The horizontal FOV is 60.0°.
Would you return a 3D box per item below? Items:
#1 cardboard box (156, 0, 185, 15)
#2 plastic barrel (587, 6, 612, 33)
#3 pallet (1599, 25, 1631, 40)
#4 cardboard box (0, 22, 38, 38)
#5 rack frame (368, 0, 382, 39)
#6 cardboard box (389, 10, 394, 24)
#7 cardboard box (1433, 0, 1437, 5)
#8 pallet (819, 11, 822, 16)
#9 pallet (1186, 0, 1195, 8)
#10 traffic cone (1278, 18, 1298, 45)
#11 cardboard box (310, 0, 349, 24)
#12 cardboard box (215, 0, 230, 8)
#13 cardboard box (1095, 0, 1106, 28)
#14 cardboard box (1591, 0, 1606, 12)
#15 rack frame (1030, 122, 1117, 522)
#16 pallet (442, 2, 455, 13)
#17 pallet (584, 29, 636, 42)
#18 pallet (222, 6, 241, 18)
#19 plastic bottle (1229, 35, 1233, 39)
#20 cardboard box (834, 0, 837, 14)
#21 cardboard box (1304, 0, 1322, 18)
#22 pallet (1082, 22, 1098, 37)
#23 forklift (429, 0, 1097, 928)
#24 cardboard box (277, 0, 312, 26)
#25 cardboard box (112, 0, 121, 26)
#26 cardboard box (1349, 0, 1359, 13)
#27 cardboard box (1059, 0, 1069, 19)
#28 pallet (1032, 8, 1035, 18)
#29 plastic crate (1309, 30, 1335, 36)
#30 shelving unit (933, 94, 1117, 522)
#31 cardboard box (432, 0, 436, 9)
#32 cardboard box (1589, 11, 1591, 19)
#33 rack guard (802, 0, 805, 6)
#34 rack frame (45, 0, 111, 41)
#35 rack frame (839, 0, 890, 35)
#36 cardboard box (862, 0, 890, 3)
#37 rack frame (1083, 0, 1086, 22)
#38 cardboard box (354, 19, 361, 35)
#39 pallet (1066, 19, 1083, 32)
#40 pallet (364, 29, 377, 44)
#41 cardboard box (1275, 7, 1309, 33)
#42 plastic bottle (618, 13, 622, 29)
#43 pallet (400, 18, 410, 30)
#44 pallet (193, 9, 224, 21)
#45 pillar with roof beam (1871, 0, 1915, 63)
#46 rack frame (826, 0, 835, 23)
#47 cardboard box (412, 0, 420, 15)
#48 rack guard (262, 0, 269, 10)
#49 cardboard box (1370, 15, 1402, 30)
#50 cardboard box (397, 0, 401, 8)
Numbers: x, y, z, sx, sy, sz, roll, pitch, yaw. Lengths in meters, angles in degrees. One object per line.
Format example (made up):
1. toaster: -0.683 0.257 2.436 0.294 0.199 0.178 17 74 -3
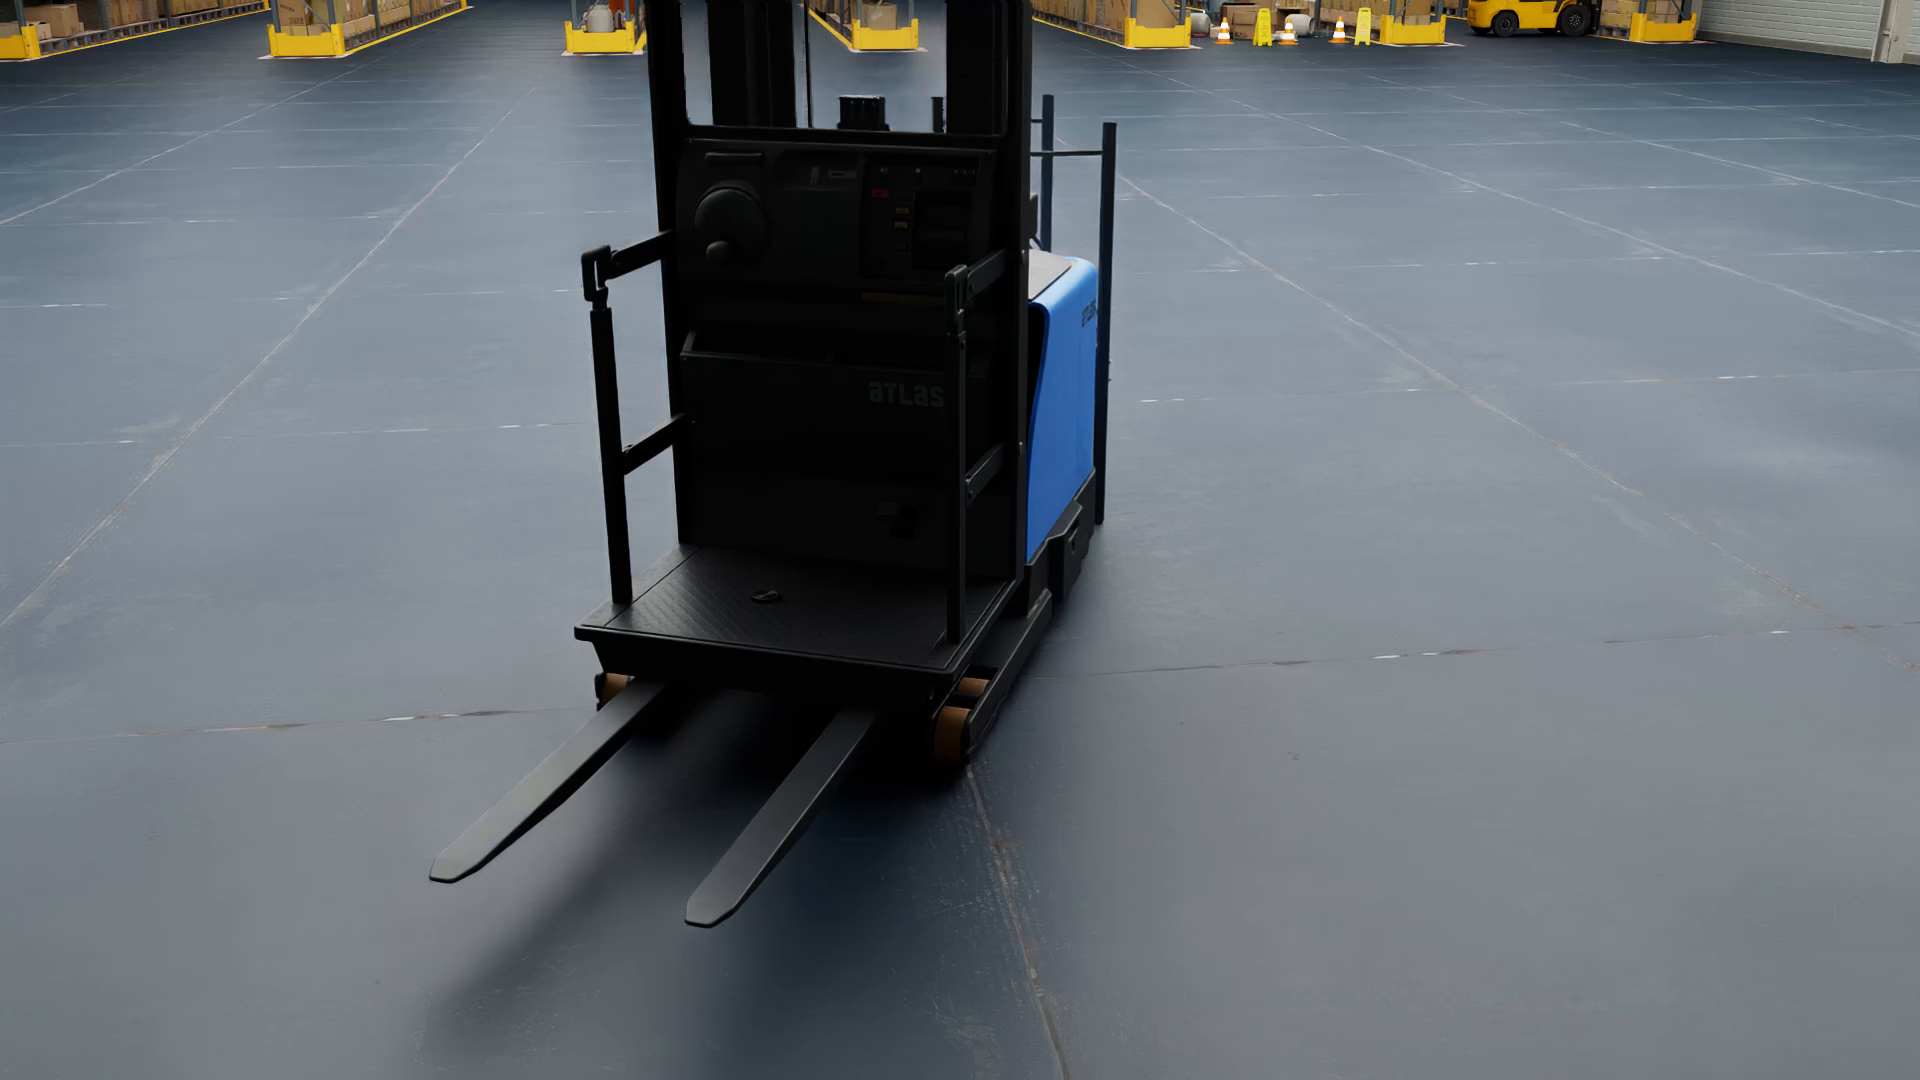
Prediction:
1. cardboard box: -17.165 -11.672 35.653 0.750 0.750 0.750 -3 21 -8
2. plastic barrel: -6.403 -9.207 29.535 0.421 0.512 0.421 0 20 0
3. pallet: 13.235 -9.909 32.445 1.003 0.211 1.213 -3 21 -8
4. cardboard box: -16.046 -8.642 28.282 0.500 0.311 0.500 -5 21 -14
5. rack frame: -11.711 -11.088 31.616 1.000 3.000 0.127 -3 21 -8
6. cardboard box: -11.674 -10.505 33.384 0.500 0.250 0.500 -4 21 -9
7. cardboard box: 11.820 -13.239 40.347 0.500 0.500 0.500 -2 21 -5
8. pallet: -2.875 -12.786 40.149 1.003 0.211 1.213 -3 21 -8
9. pallet: 6.534 -14.240 44.041 1.003 0.211 1.213 -3 21 -8
10. traffic cone: 6.088 -9.423 30.783 0.336 0.463 0.334 -3 21 -8
11. cardboard box: -11.065 -9.333 29.174 0.500 0.500 0.500 -3 21 -8
12. cardboard box: -17.772 -12.896 39.430 0.700 0.500 0.500 -3 21 -7
13. cardboard box: 3.170 -10.469 32.397 0.875 0.875 0.875 -3 21 -7
14. cardboard box: 12.851 -10.600 32.925 0.500 0.250 0.500 -3 21 -9
15. rack frame: 0.305 -0.764 6.118 0.500 1.500 0.032 -3 21 -9
16. pallet: -13.141 -13.212 41.290 1.003 0.211 1.213 -3 21 -8
17. pallet: -6.574 -9.372 31.007 1.003 0.211 1.213 -3 21 -8
18. pallet: -17.798 -12.567 39.563 1.003 0.211 1.213 -3 21 -8
19. plastic bottle: 5.170 -9.769 32.284 0.133 0.061 0.283 -11 23 -26
20. cardboard box: -2.368 -11.775 36.400 0.700 0.500 0.500 -4 21 -11
21. cardboard box: 7.821 -11.233 35.160 0.950 0.372 0.625 -3 21 -7
22. pallet: 3.047 -10.228 33.298 1.003 0.211 1.213 -3 21 -8
23. forklift: -0.412 -0.906 4.453 1.130 2.935 3.031 6 21 15
24. cardboard box: -11.506 -9.133 28.641 0.500 0.500 0.500 -3 21 -8
25. cardboard box: -16.859 -10.302 32.456 0.700 0.500 0.500 -3 21 -9
26. cardboard box: 7.958 -10.581 32.516 0.500 0.500 0.500 -3 21 -9
27. cardboard box: 2.701 -11.489 35.304 1.050 0.750 0.750 -3 21 -8
28. pallet: 2.155 -12.572 39.575 1.003 0.211 1.213 -3 21 -8
29. plastic crate: 7.314 -10.133 33.233 0.402 0.080 0.583 -11 23 -26
30. shelving unit: 0.221 -0.939 6.588 0.538 1.500 1.048 -3 21 -9
31. cardboard box: -12.446 -12.565 38.514 0.500 0.500 0.500 -3 21 -8
32. cardboard box: 12.784 -10.533 33.460 0.500 0.250 0.500 -2 21 -6
33. rack guard: -3.641 -14.578 44.534 1.175 0.500 0.348 -3 21 -8
34. rack frame: -16.612 -10.837 30.943 1.000 3.000 0.127 -3 21 -8
35. rack frame: -1.908 -11.586 32.950 1.000 3.000 0.127 -3 21 -8
36. cardboard box: -1.632 -10.062 31.843 0.500 0.500 0.500 -5 21 -13
37. rack frame: 3.015 -11.801 33.526 1.000 3.000 0.127 -3 21 -8
38. cardboard box: -11.206 -9.328 30.233 0.500 0.250 0.500 -3 21 -8
39. pallet: 2.829 -10.758 34.719 1.003 0.211 1.213 -3 21 -8
40. pallet: -11.638 -9.504 31.361 1.003 0.211 1.213 -3 21 -8
41. cardboard box: 6.707 -10.476 33.548 0.500 0.500 0.500 12 24 29
42. plastic bottle: -6.442 -9.821 31.478 0.061 0.283 0.133 -3 21 -8
43. pallet: -12.207 -10.879 35.043 1.003 0.211 1.213 -3 21 -8
44. pallet: -17.580 -12.037 38.142 1.003 0.211 1.213 -3 21 -8
45. pillar with roof beam: 10.783 -11.755 24.828 9.100 9.000 0.400 -3 21 -8
46. rack frame: -2.484 -12.971 36.658 1.000 3.000 0.127 -3 21 -8
47. cardboard box: -12.070 -11.680 36.144 0.500 0.500 0.500 -2 21 -5
48. rack guard: -18.346 -13.829 42.527 1.175 0.500 0.348 -3 21 -8
49. cardboard box: 8.089 -9.884 31.723 0.500 0.250 0.500 -3 21 -8
50. cardboard box: -11.817 -11.121 34.232 0.500 0.311 0.500 -3 21 -8
